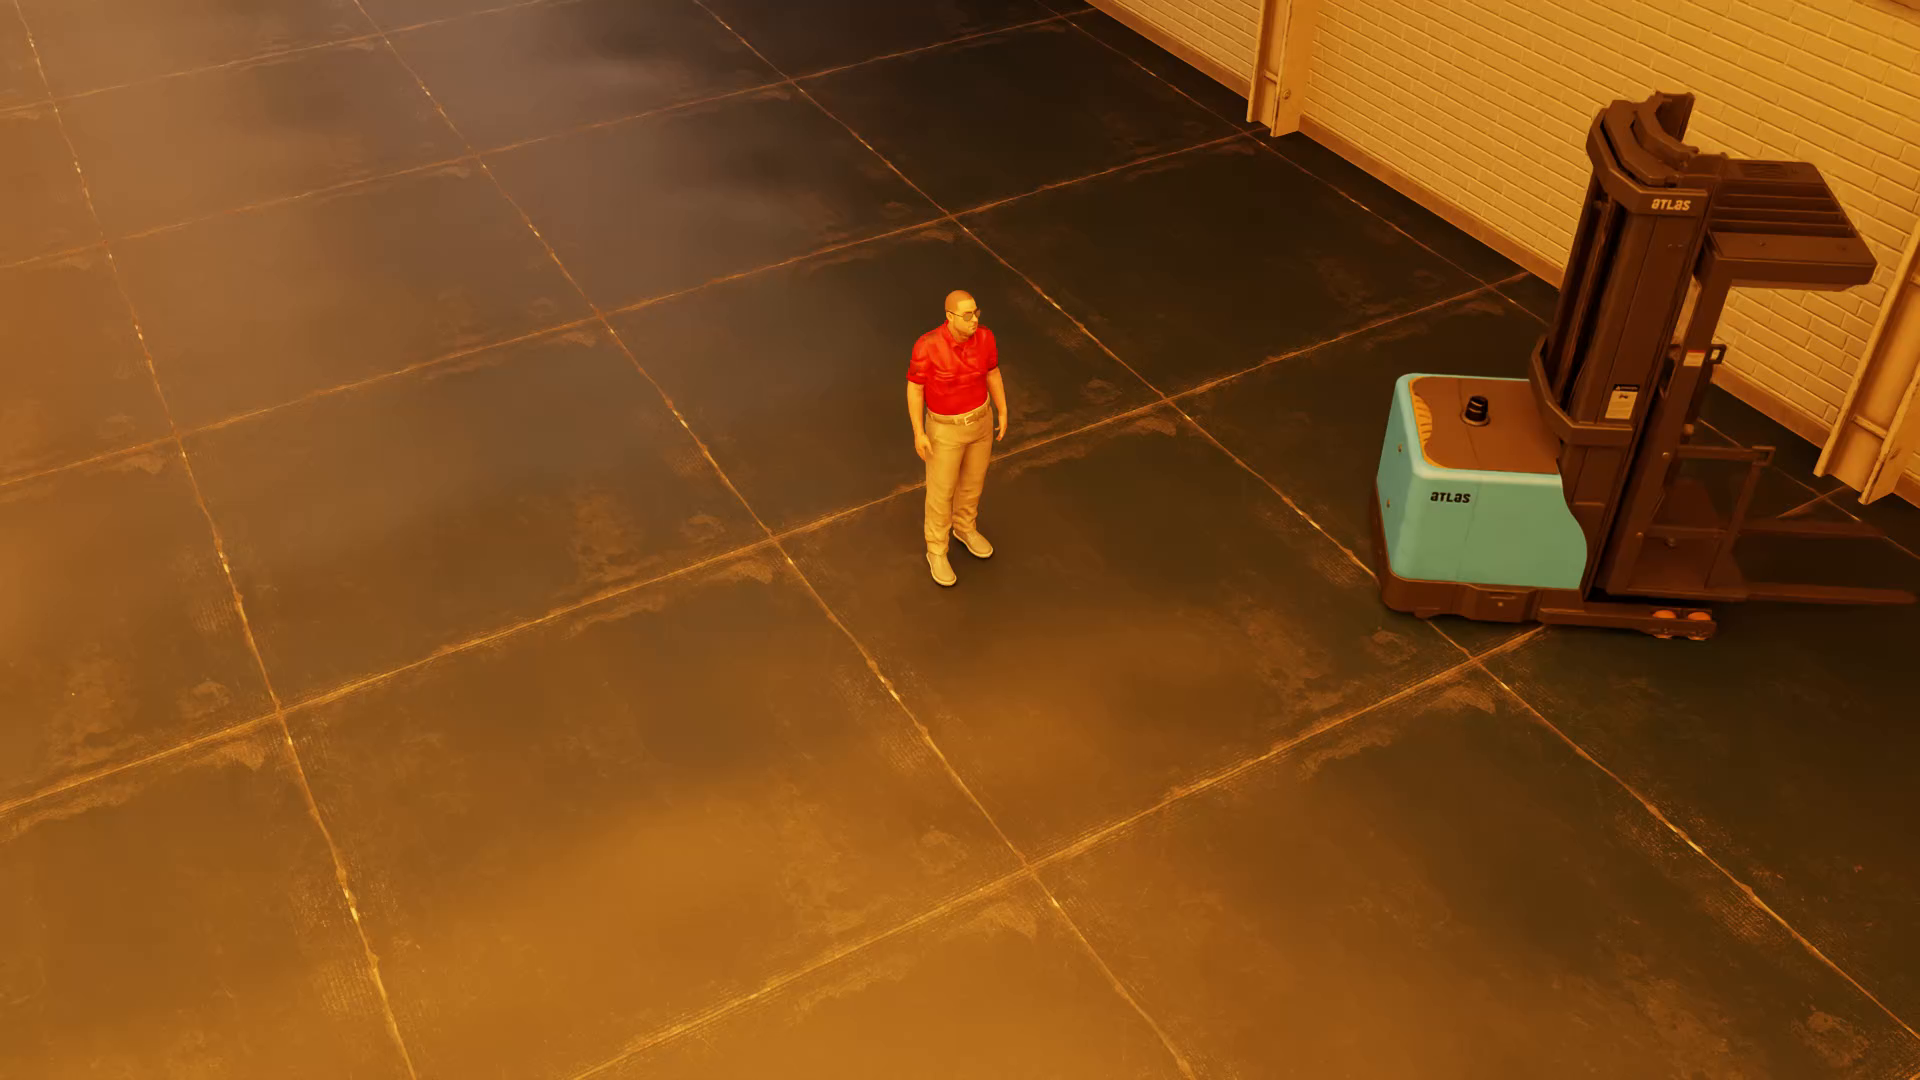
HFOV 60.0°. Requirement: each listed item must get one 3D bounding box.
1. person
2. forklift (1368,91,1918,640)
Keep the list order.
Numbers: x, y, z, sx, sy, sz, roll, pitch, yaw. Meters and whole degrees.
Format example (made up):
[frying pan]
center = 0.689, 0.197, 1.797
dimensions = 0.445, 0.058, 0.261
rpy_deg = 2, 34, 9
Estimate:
[person]
center = 0.034, -0.617, 9.711
dimensions = 0.640, 1.727, 0.551
rpy_deg = -20, 44, -23
[forklift]
center = 4.034, -0.905, 9.127
dimensions = 3.031, 2.935, 1.130
rpy_deg = 3, 40, 4
